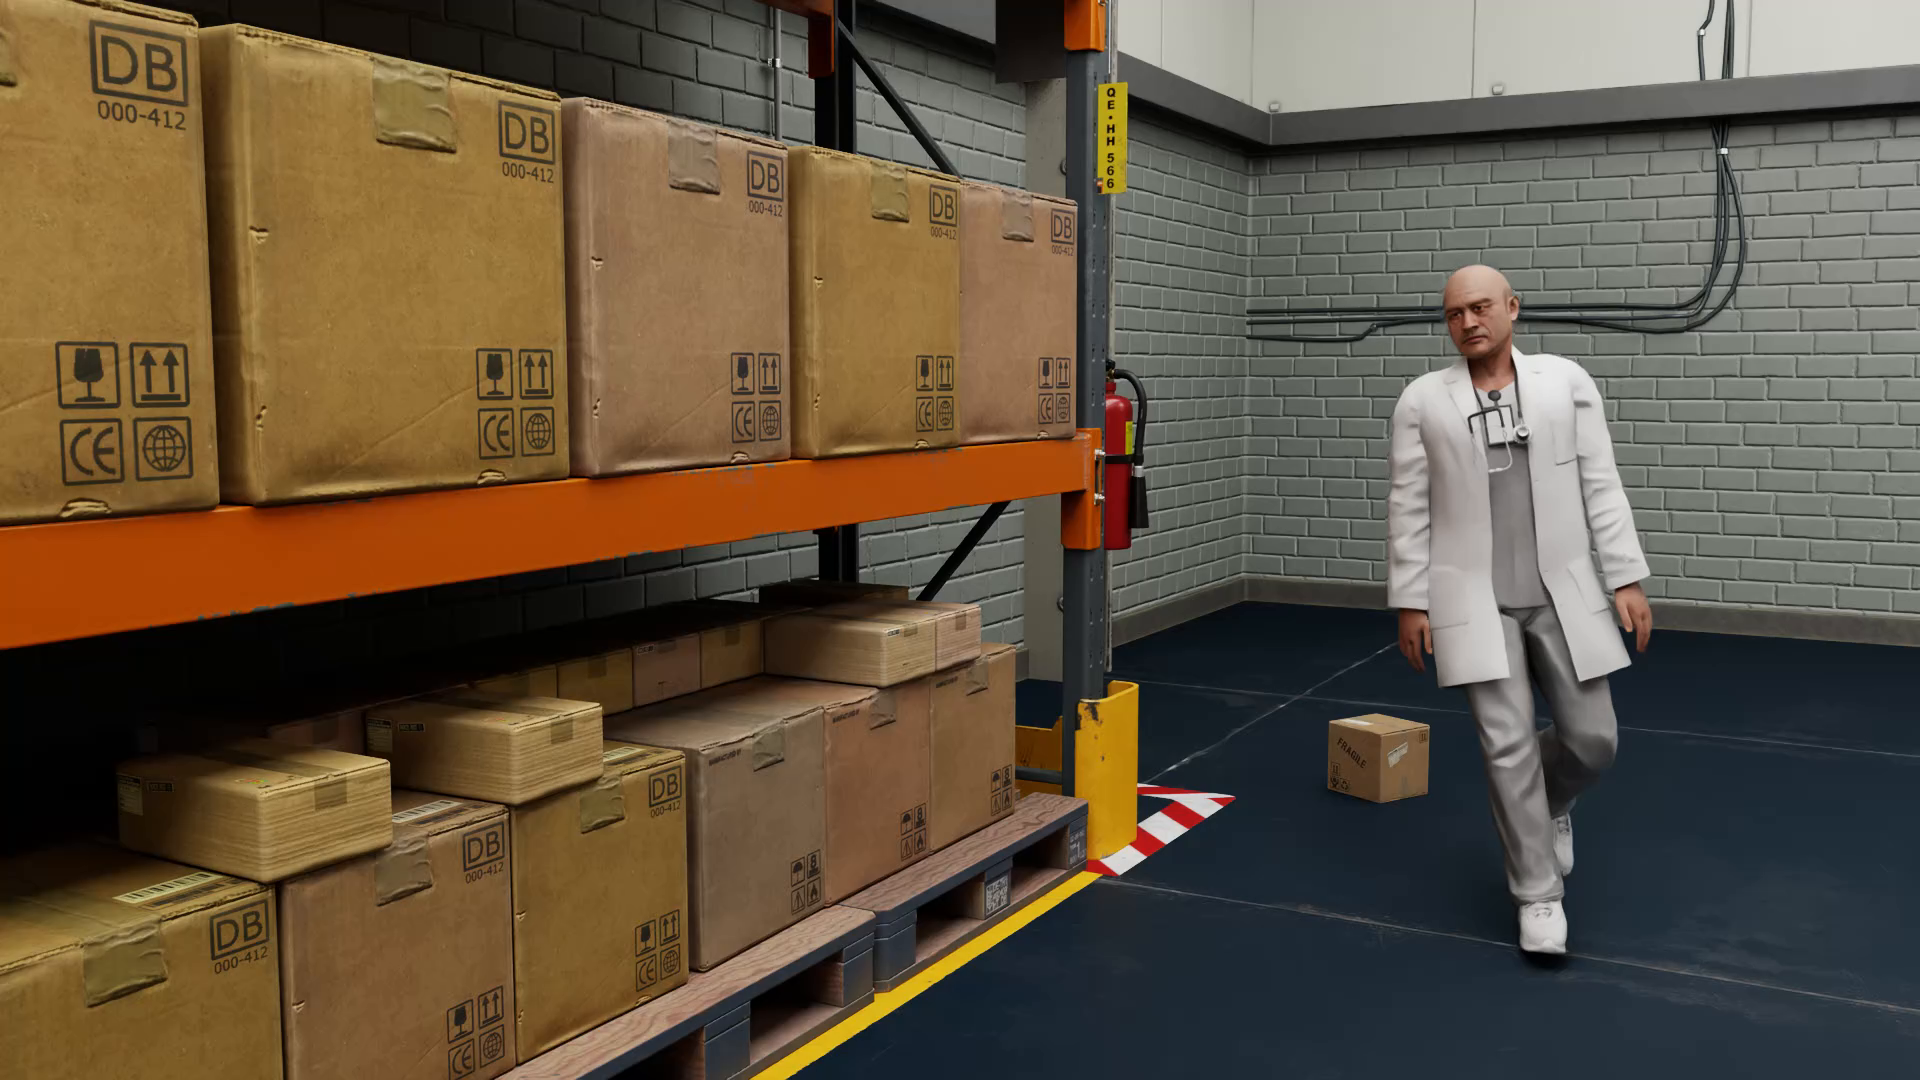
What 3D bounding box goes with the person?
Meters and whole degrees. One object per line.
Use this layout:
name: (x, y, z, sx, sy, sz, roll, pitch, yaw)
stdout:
person: (1.486, 0.149, 4.451, 0.681, 1.750, 0.762, 1, 6, 10)
